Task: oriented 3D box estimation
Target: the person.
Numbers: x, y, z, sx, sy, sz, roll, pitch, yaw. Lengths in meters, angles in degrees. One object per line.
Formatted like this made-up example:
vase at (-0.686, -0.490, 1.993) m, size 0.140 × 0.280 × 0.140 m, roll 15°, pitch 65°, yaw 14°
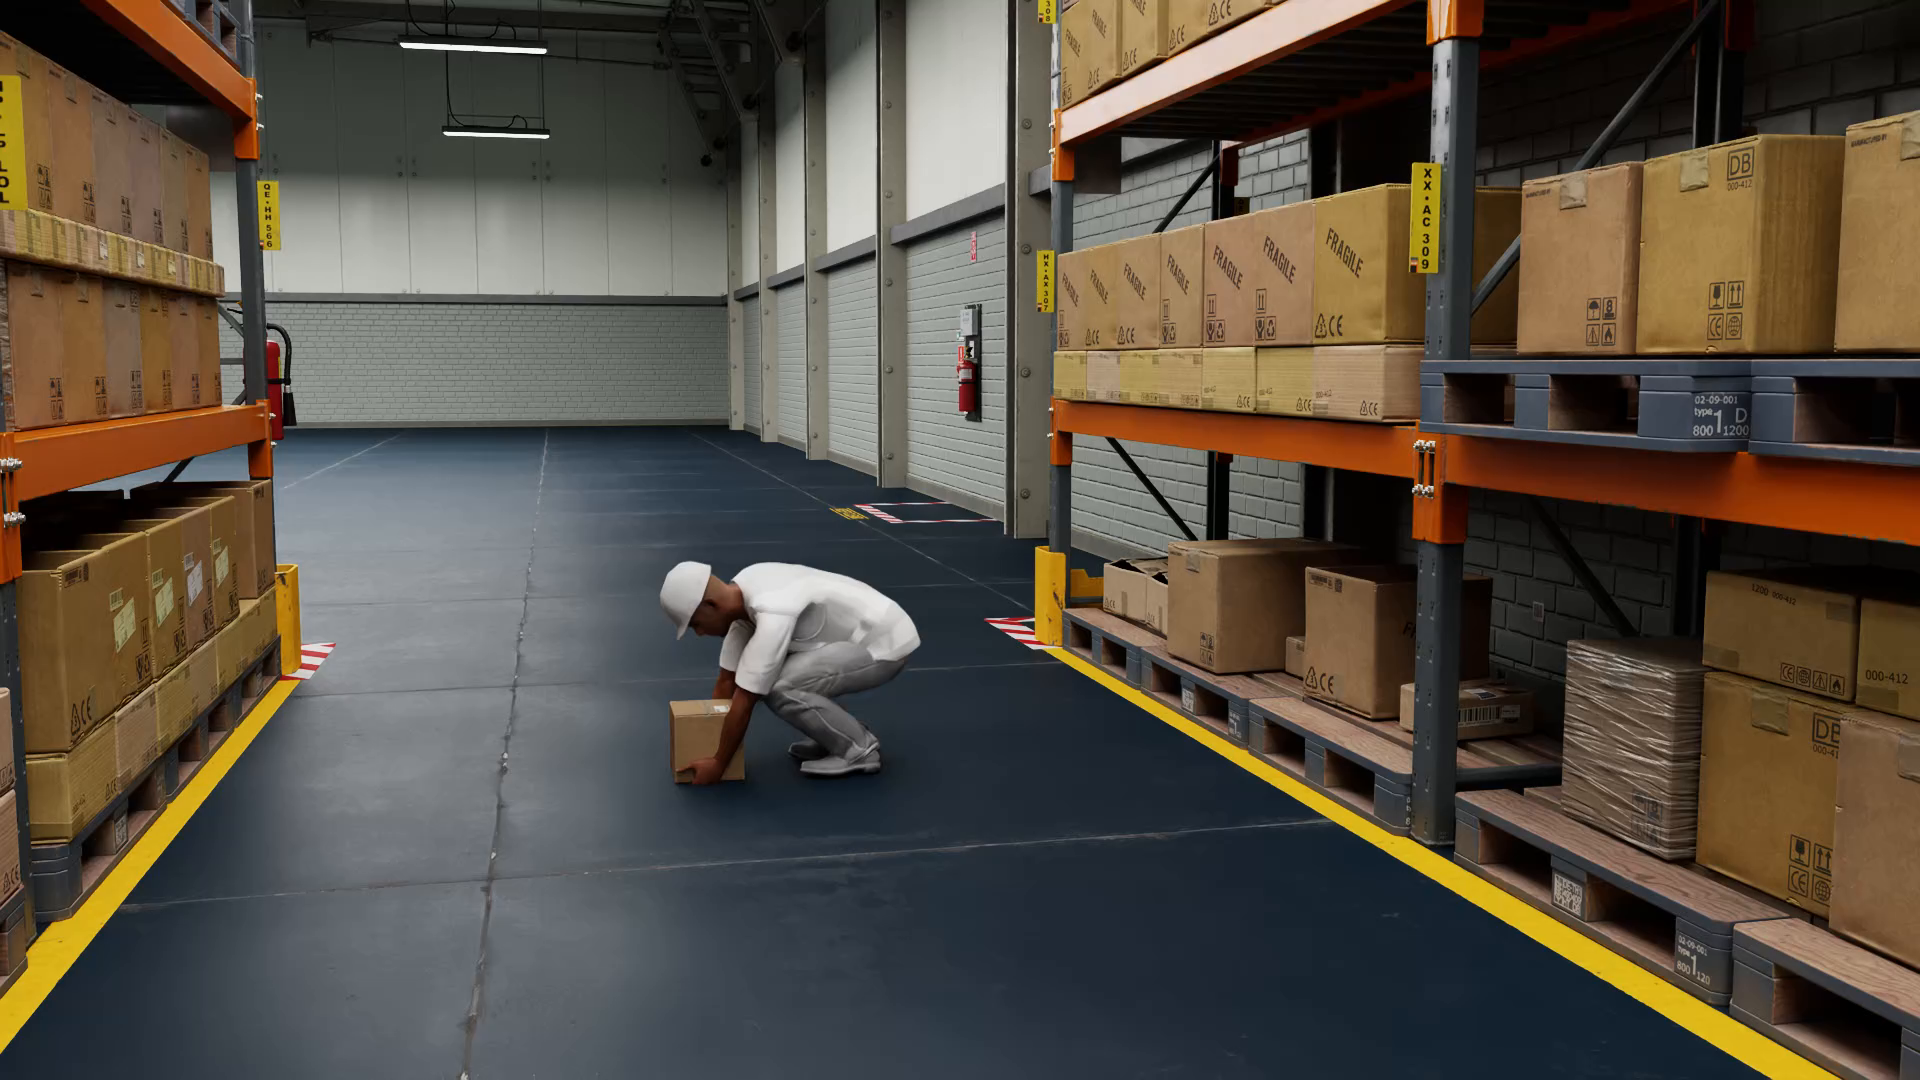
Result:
person at (-0.621, 0.485, 6.129) m, size 0.949 × 0.845 × 0.534 m, roll -2°, pitch 6°, yaw -15°
